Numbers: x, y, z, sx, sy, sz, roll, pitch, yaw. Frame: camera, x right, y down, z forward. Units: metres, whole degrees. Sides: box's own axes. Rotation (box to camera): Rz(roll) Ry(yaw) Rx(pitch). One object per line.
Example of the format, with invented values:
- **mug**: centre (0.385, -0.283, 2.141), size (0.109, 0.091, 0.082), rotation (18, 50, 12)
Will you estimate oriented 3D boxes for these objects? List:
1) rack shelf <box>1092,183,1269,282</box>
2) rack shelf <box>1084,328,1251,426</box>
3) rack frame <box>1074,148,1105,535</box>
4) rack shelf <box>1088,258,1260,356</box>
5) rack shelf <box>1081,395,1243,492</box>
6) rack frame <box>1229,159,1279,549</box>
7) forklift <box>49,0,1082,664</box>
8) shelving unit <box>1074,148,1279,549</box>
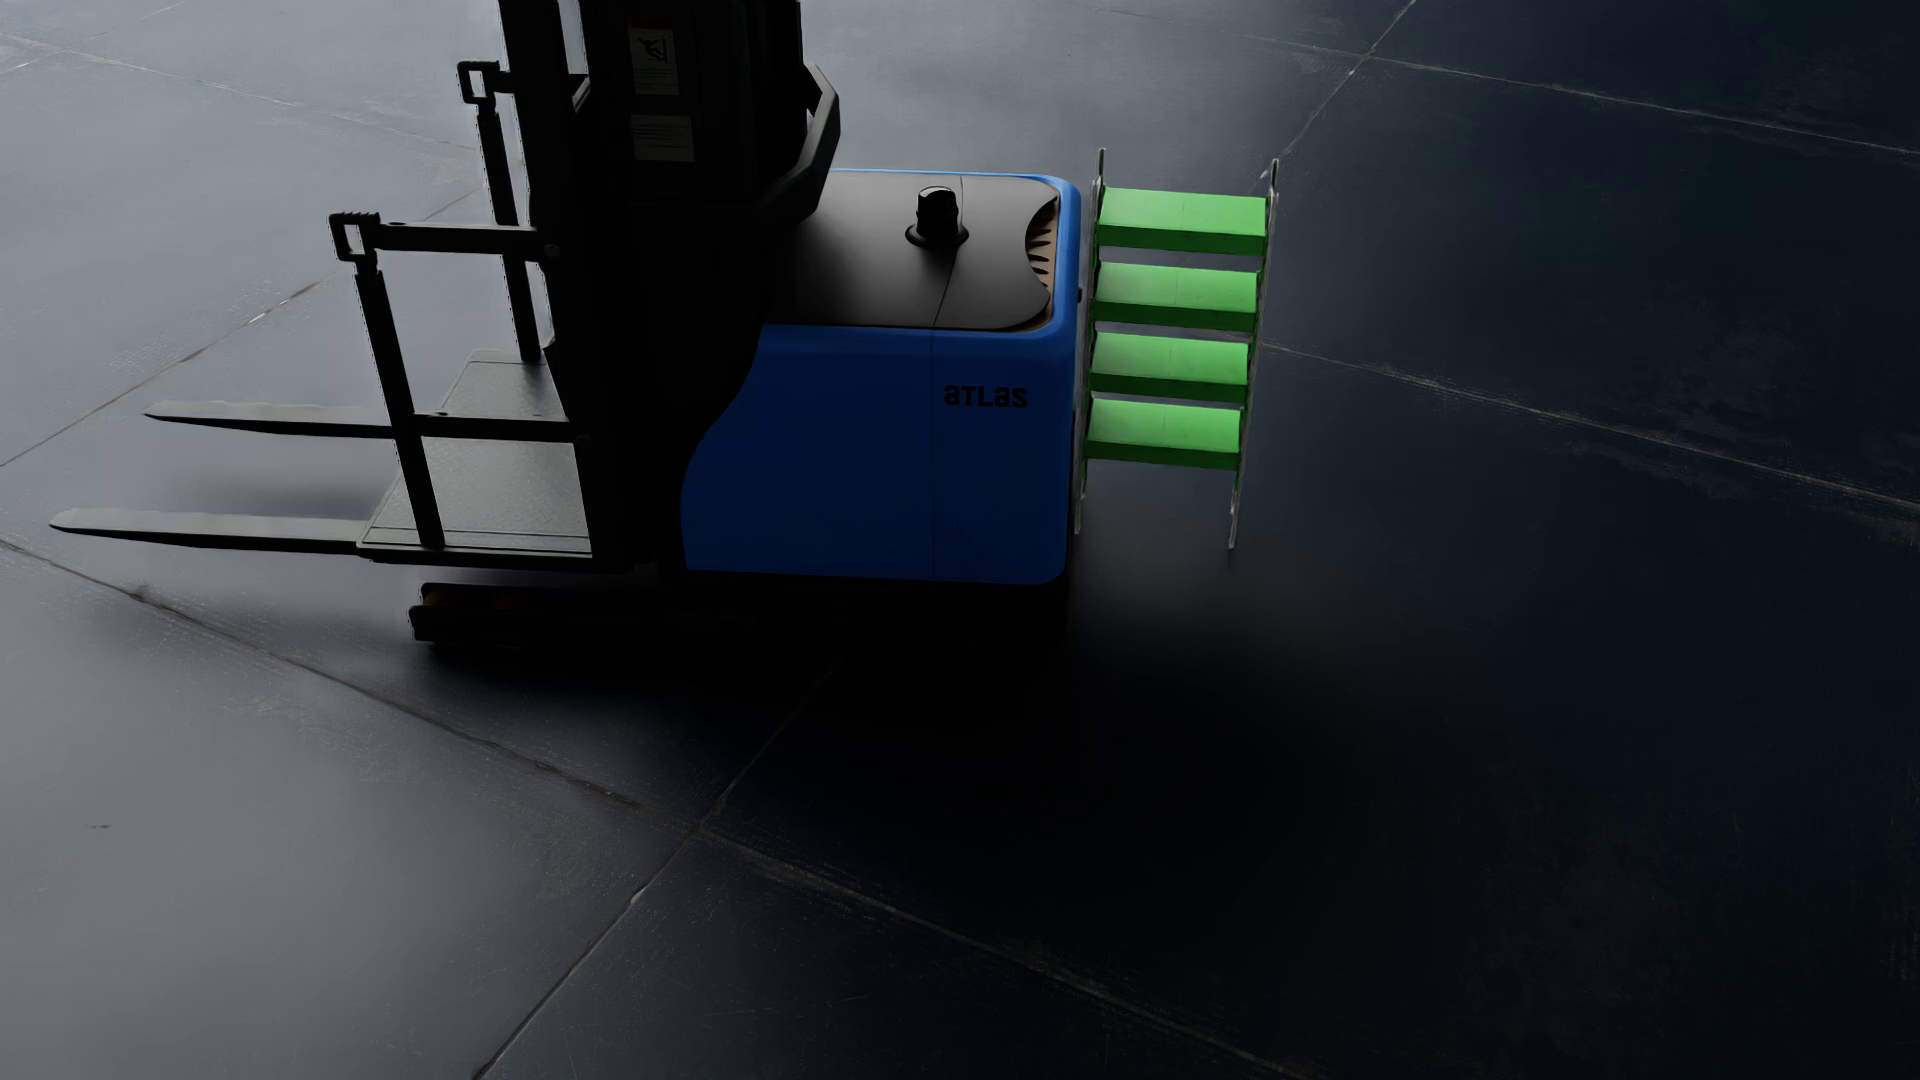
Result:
- **rack shelf**: centre (0.629, -0.876, 4.723), size (0.480, 0.148, 0.258), rotation (5, 38, 7)
- **rack shelf**: centre (0.629, -0.494, 5.014), size (0.480, 0.148, 0.258), rotation (5, 38, 7)
- **rack frame**: centre (0.388, -0.567, 5.005), size (0.015, 1.200, 0.240), rotation (5, 38, 7)
- **rack shelf**: centre (0.629, -0.685, 4.869), size (0.480, 0.148, 0.258), rotation (5, 38, 7)
- **rack shelf**: centre (0.629, -0.302, 5.159), size (0.480, 0.148, 0.258), rotation (5, 38, 7)
- **rack frame**: centre (0.870, -0.522, 4.945), size (0.015, 1.200, 0.240), rotation (5, 38, 7)
- **forklift**: centre (-1.174, -1.166, 4.362), size (3.031, 2.935, 1.130), rotation (3, 37, 3)
- **shelving unit**: centre (0.629, -0.545, 4.975), size (0.503, 1.200, 0.258), rotation (5, 38, 7)
